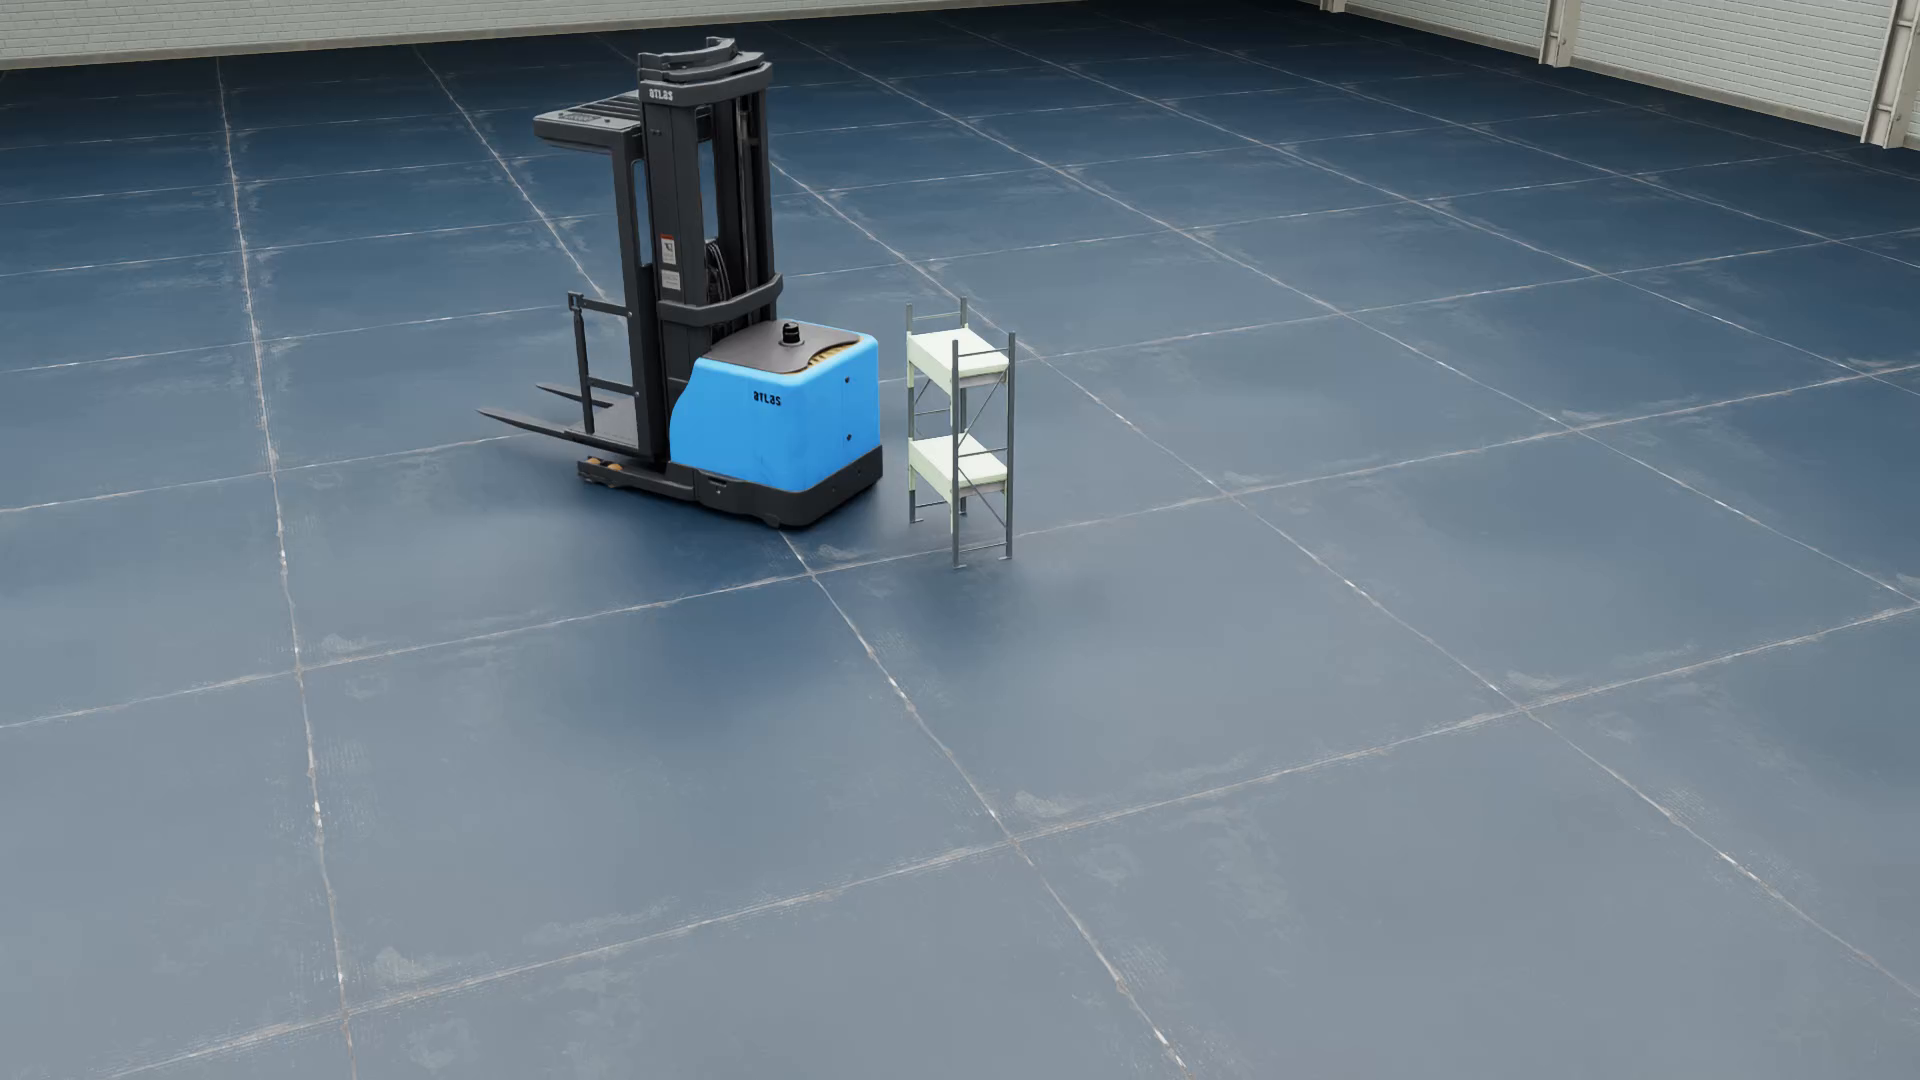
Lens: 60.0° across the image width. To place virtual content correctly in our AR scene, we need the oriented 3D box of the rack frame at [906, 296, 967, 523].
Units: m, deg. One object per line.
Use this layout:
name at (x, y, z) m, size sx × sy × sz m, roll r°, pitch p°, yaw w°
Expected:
rack frame at (-0.146, -0.824, 10.729) m, size 0.400 × 1.500 × 0.023 m, roll -11°, pitch 28°, yaw -21°

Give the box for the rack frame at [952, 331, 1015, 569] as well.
rack frame at (0.141, -0.529, 10.124) m, size 0.400 × 1.500 × 0.023 m, roll -11°, pitch 28°, yaw -21°

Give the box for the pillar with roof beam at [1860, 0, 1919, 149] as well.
pillar with roof beam at (7.662, -8.295, 17.482) m, size 9.100 × 9.000 × 0.400 m, roll -11°, pitch 28°, yaw -21°

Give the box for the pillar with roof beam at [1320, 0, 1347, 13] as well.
pillar with roof beam at (2.963, -13.139, 27.404) m, size 9.100 × 9.000 × 0.400 m, roll -11°, pitch 28°, yaw -21°

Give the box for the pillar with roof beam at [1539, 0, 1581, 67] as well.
pillar with roof beam at (5.313, -10.717, 22.443) m, size 9.100 × 9.000 × 0.400 m, roll -11°, pitch 28°, yaw -21°

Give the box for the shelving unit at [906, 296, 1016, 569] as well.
shelving unit at (-0.003, -0.677, 10.426) m, size 0.431 × 1.500 × 0.755 m, roll -11°, pitch 28°, yaw -21°

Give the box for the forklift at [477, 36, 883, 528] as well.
forklift at (-2.065, -1.858, 11.216) m, size 3.031 × 2.935 × 1.130 m, roll 14°, pitch 29°, yaw 27°

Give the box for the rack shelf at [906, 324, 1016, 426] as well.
rack shelf at (-0.003, -1.027, 10.255) m, size 0.431 × 0.370 × 0.720 m, roll -11°, pitch 28°, yaw -21°

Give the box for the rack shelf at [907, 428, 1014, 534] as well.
rack shelf at (-0.003, -0.384, 10.569) m, size 0.431 × 0.370 × 0.720 m, roll -11°, pitch 28°, yaw -21°
